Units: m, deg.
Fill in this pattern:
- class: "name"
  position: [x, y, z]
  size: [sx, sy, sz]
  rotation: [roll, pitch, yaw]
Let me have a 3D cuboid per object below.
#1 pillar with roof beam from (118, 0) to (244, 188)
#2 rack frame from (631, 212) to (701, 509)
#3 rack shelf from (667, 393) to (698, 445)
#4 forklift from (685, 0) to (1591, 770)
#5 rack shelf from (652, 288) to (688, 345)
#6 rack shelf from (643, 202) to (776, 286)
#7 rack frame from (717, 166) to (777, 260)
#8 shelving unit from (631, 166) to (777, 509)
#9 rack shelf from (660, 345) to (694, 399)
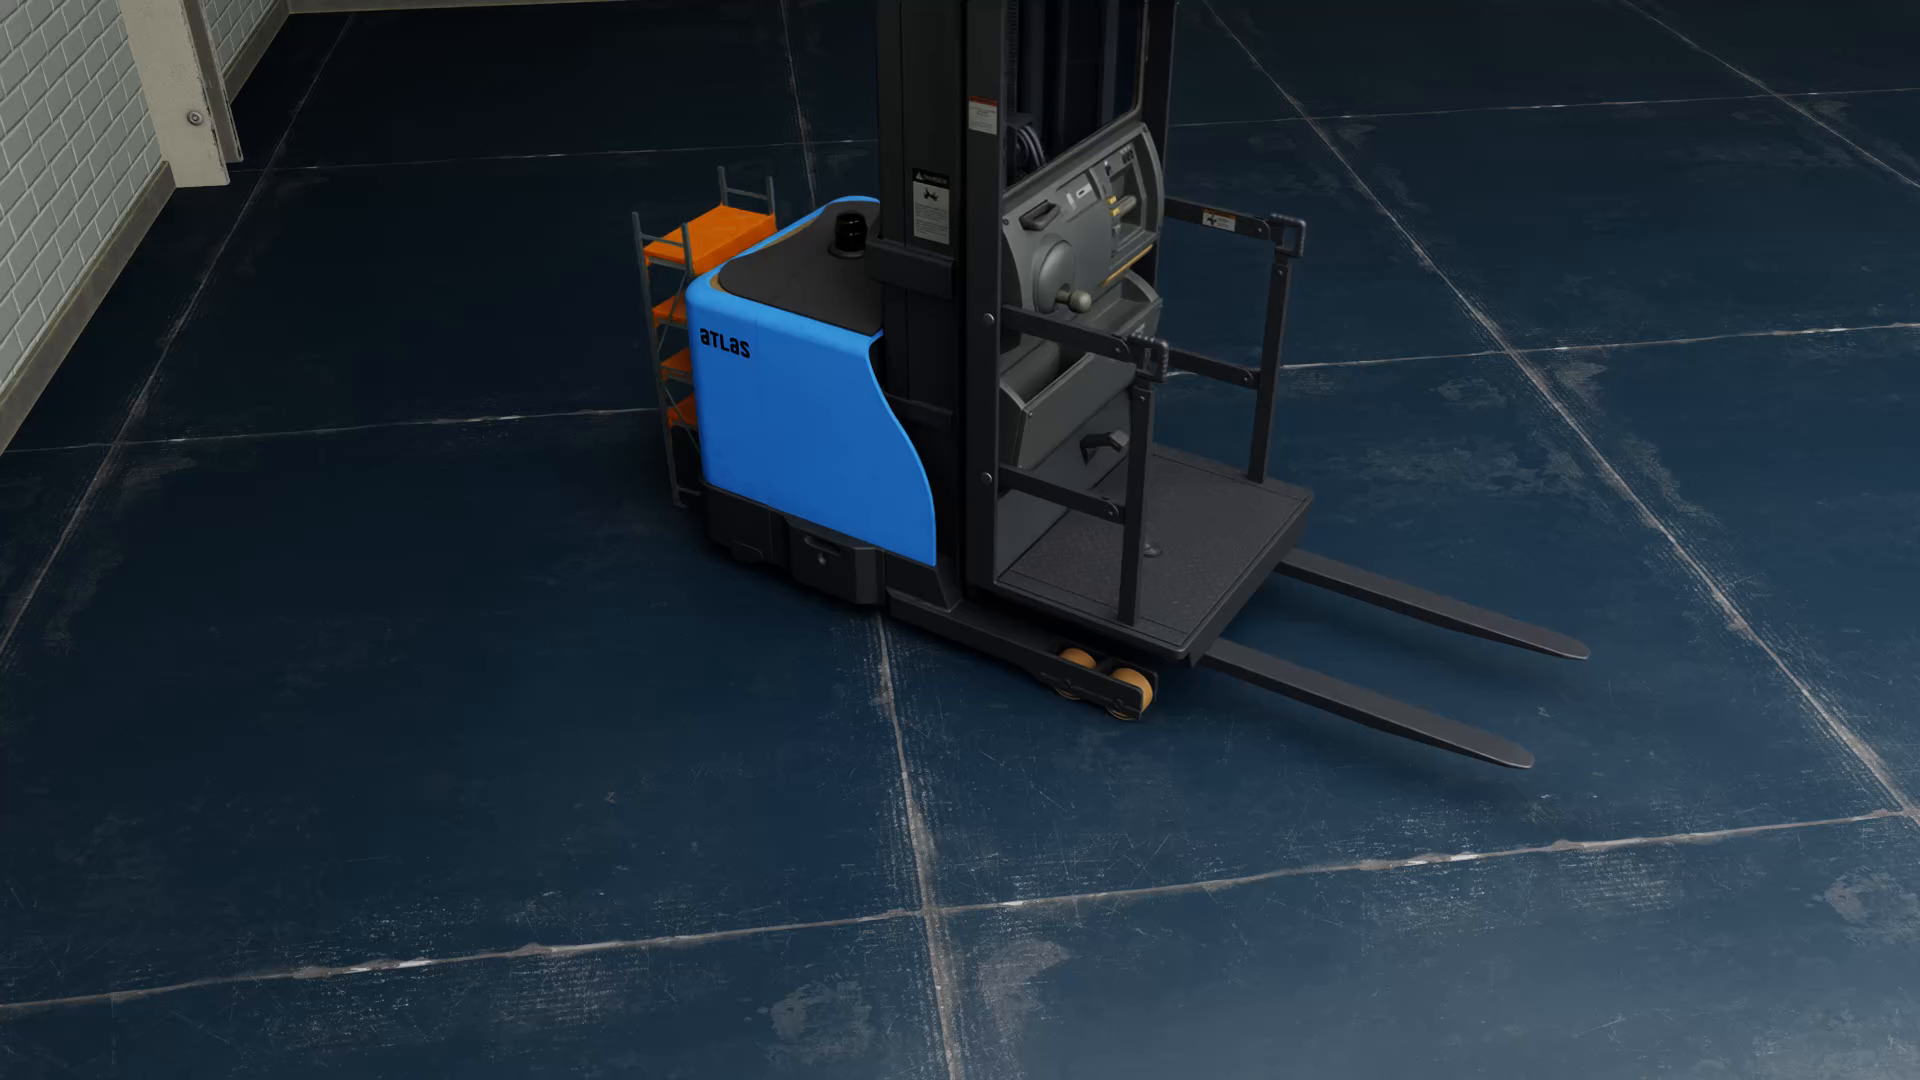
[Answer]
- class: "pillar with roof beam"
  position: [0.079, -6.088, 7.193]
  size: [9.100, 9.000, 0.400]
  rotation: [-4, 35, -6]
- class: "rack frame"
  position: [-1.021, -0.609, 6.070]
  size: [0.240, 1.200, 0.015]
  rotation: [17, 38, 26]
- class: "rack shelf"
  position: [-0.888, -0.505, 6.389]
  size: [0.258, 0.148, 0.480]
  rotation: [17, 38, 26]
- class: "forklift"
  position: [0.569, -0.971, 5.072]
  size: [3.031, 2.935, 1.130]
  rotation: [20, 39, 26]
- class: "rack shelf"
  position: [-0.900, -0.858, 6.158]
  size: [0.258, 0.148, 0.480]
  rotation: [17, 38, 26]
- class: "rack shelf"
  position: [-0.907, -1.056, 6.028]
  size: [0.258, 0.148, 0.480]
  rotation: [17, 38, 26]
- class: "rack frame"
  position: [-0.771, -0.845, 6.417]
  size: [0.240, 1.200, 0.015]
  rotation: [17, 38, 26]
- class: "shelving unit"
  position: [-0.896, -0.727, 6.244]
  size: [0.258, 1.200, 0.503]
  rotation: [17, 38, 26]
- class: "rack shelf"
  position: [-0.894, -0.671, 6.281]
  size: [0.258, 0.148, 0.480]
  rotation: [17, 38, 26]
